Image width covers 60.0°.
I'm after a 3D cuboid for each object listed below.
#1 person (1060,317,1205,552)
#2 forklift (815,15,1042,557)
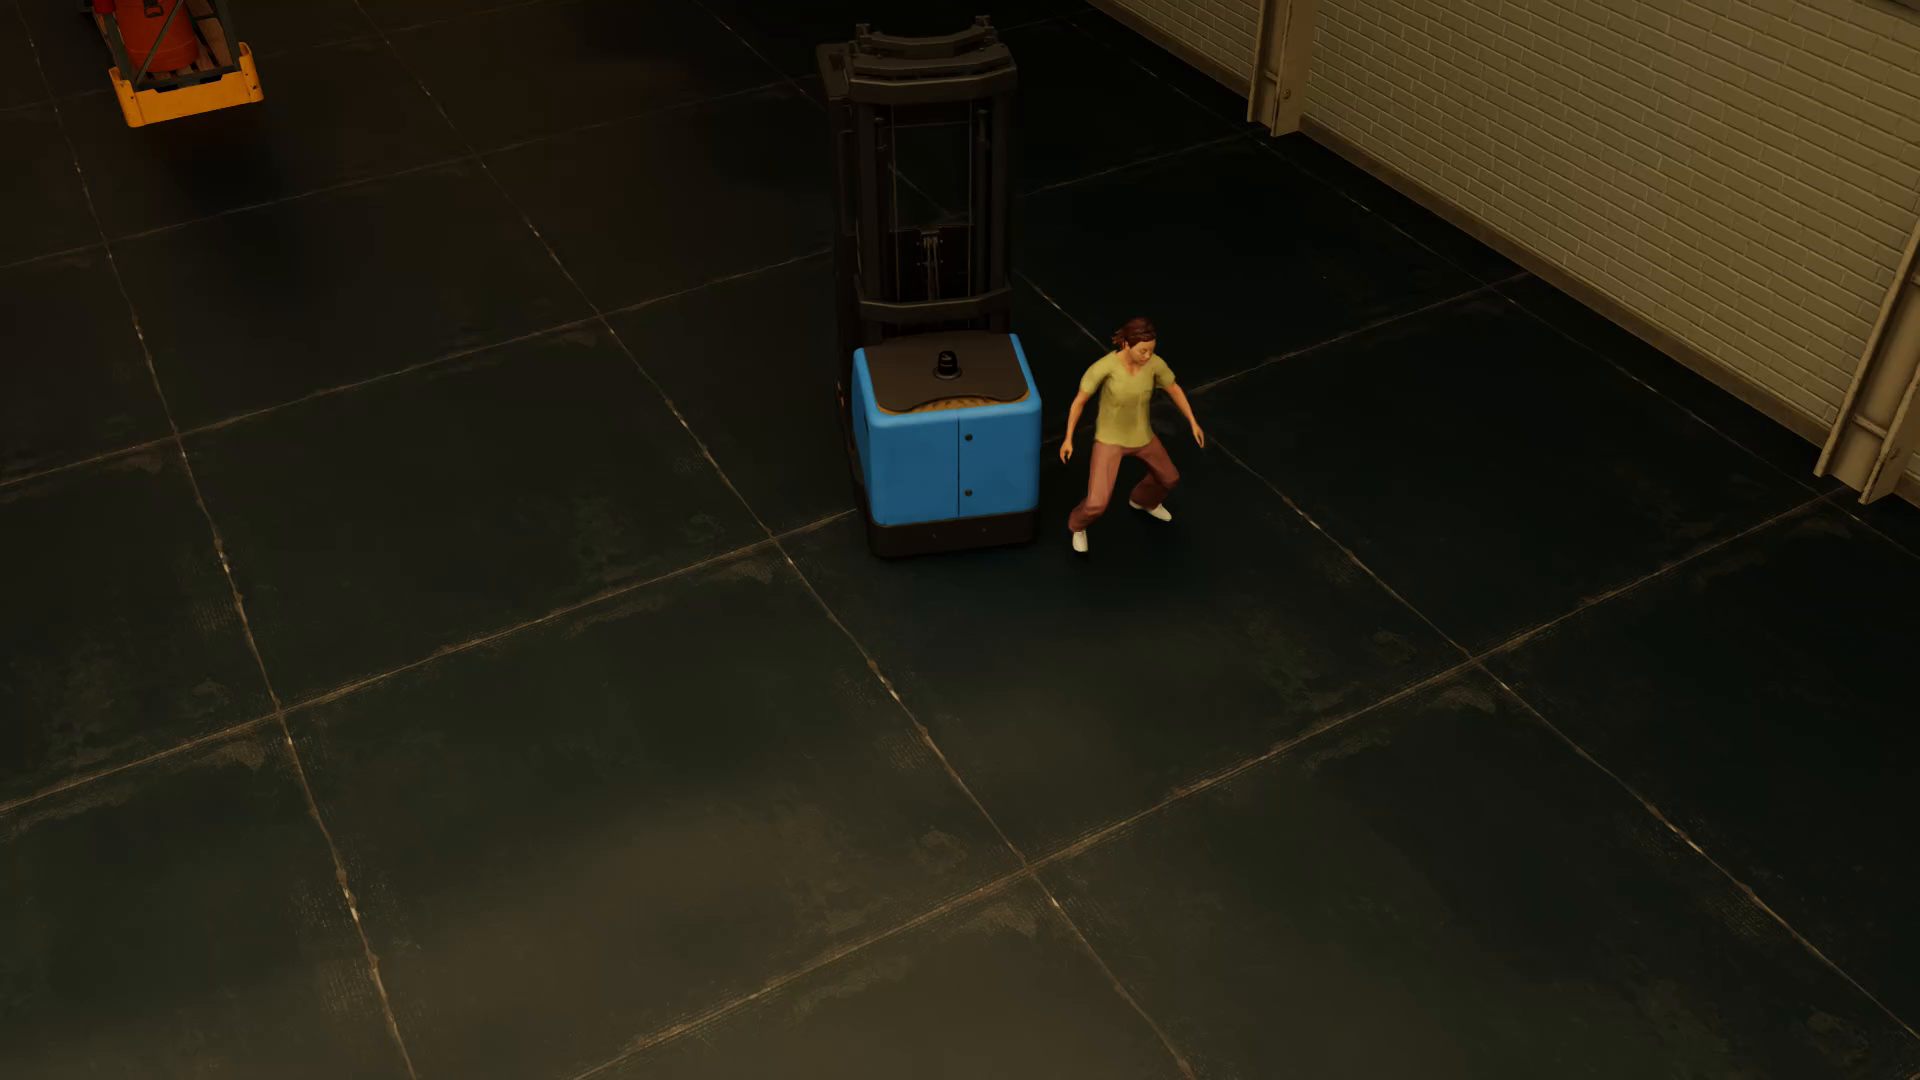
[{"bbox_3d":[1.006,-0.617,9.883,0.861,1.568,0.607,-11,41,-13],"label":"person"},{"bbox_3d":[-0.265,-1.967,10.407,1.130,2.935,3.031,-6,40,-8],"label":"forklift"}]
